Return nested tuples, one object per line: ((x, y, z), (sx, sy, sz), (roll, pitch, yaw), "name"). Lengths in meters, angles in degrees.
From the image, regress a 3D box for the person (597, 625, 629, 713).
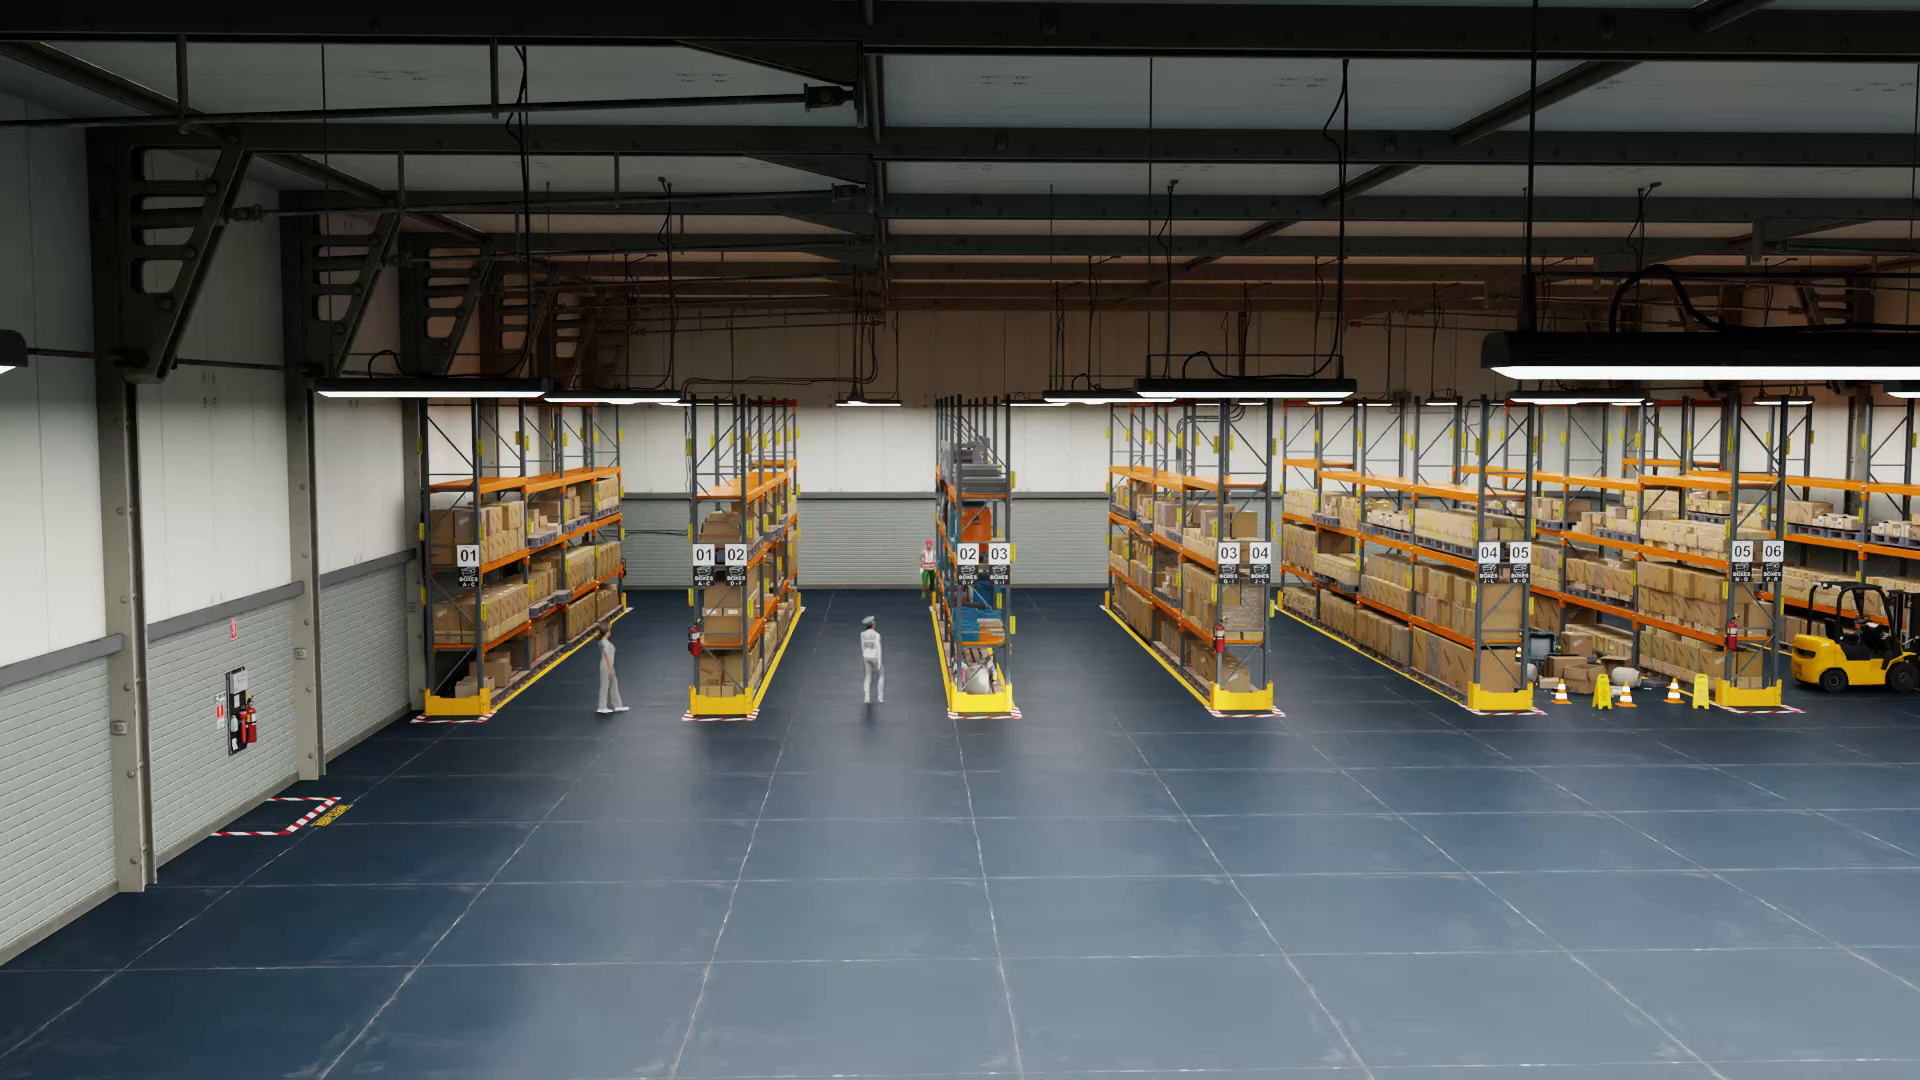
((-6.563, 2.427, 31.364), (0.576, 1.671, 0.480), (0, 4, -2), "person")

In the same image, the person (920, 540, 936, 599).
((-0.941, 0.883, 50.060), (0.580, 1.735, 1.011), (0, 5, 3), "person")

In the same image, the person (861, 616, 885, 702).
((-1.706, 2.354, 32.415), (0.486, 1.748, 0.550), (2, 5, 24), "person")
